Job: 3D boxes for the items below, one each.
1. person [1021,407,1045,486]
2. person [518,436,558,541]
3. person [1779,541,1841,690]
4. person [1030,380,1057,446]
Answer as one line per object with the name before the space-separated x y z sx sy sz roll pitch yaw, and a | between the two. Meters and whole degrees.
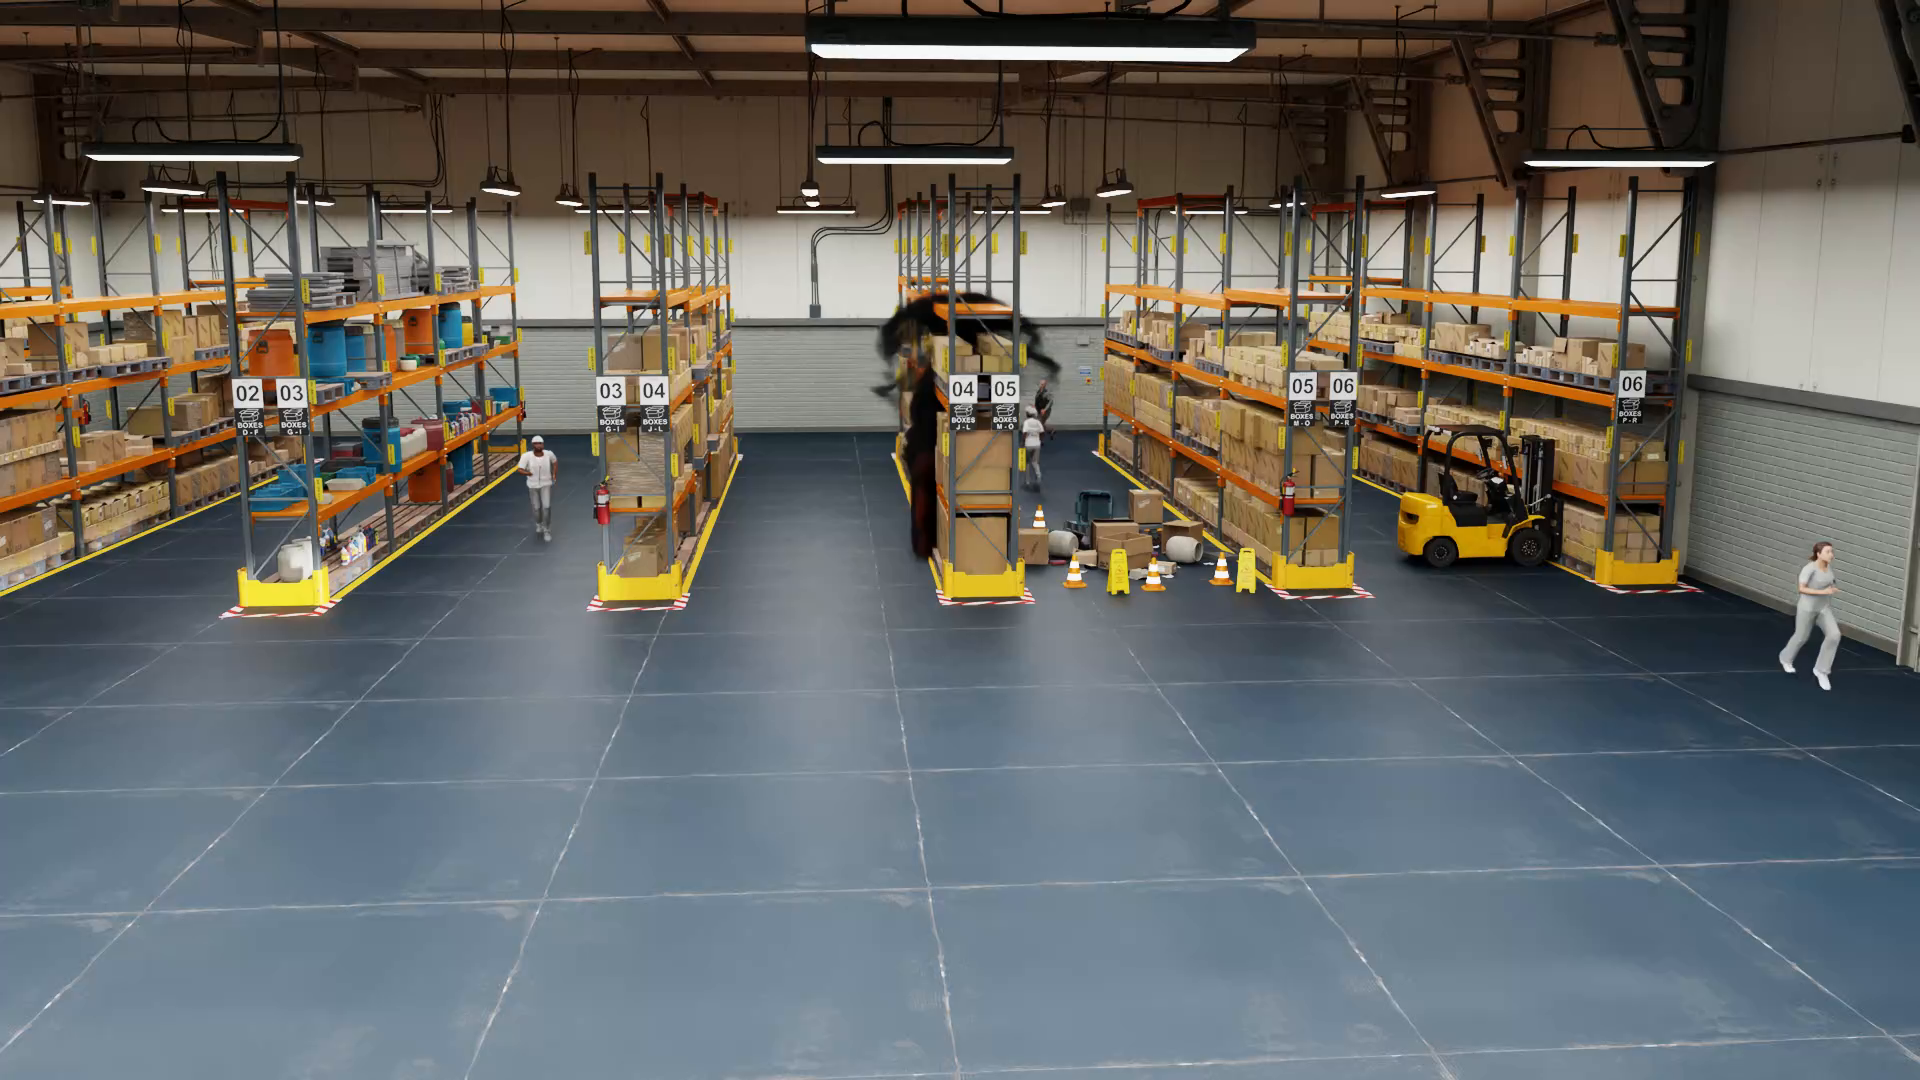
person | 1.527 -1.926 34.789 0.551 1.705 0.830 -4 11 -20
person | -7.298 -0.909 28.791 0.676 1.813 0.788 -3 10 -14
person | 9.854 0.829 19.266 0.586 1.696 0.839 -3 10 -15
person | 2.163 -3.213 42.095 0.738 1.680 0.650 -5 11 -24
